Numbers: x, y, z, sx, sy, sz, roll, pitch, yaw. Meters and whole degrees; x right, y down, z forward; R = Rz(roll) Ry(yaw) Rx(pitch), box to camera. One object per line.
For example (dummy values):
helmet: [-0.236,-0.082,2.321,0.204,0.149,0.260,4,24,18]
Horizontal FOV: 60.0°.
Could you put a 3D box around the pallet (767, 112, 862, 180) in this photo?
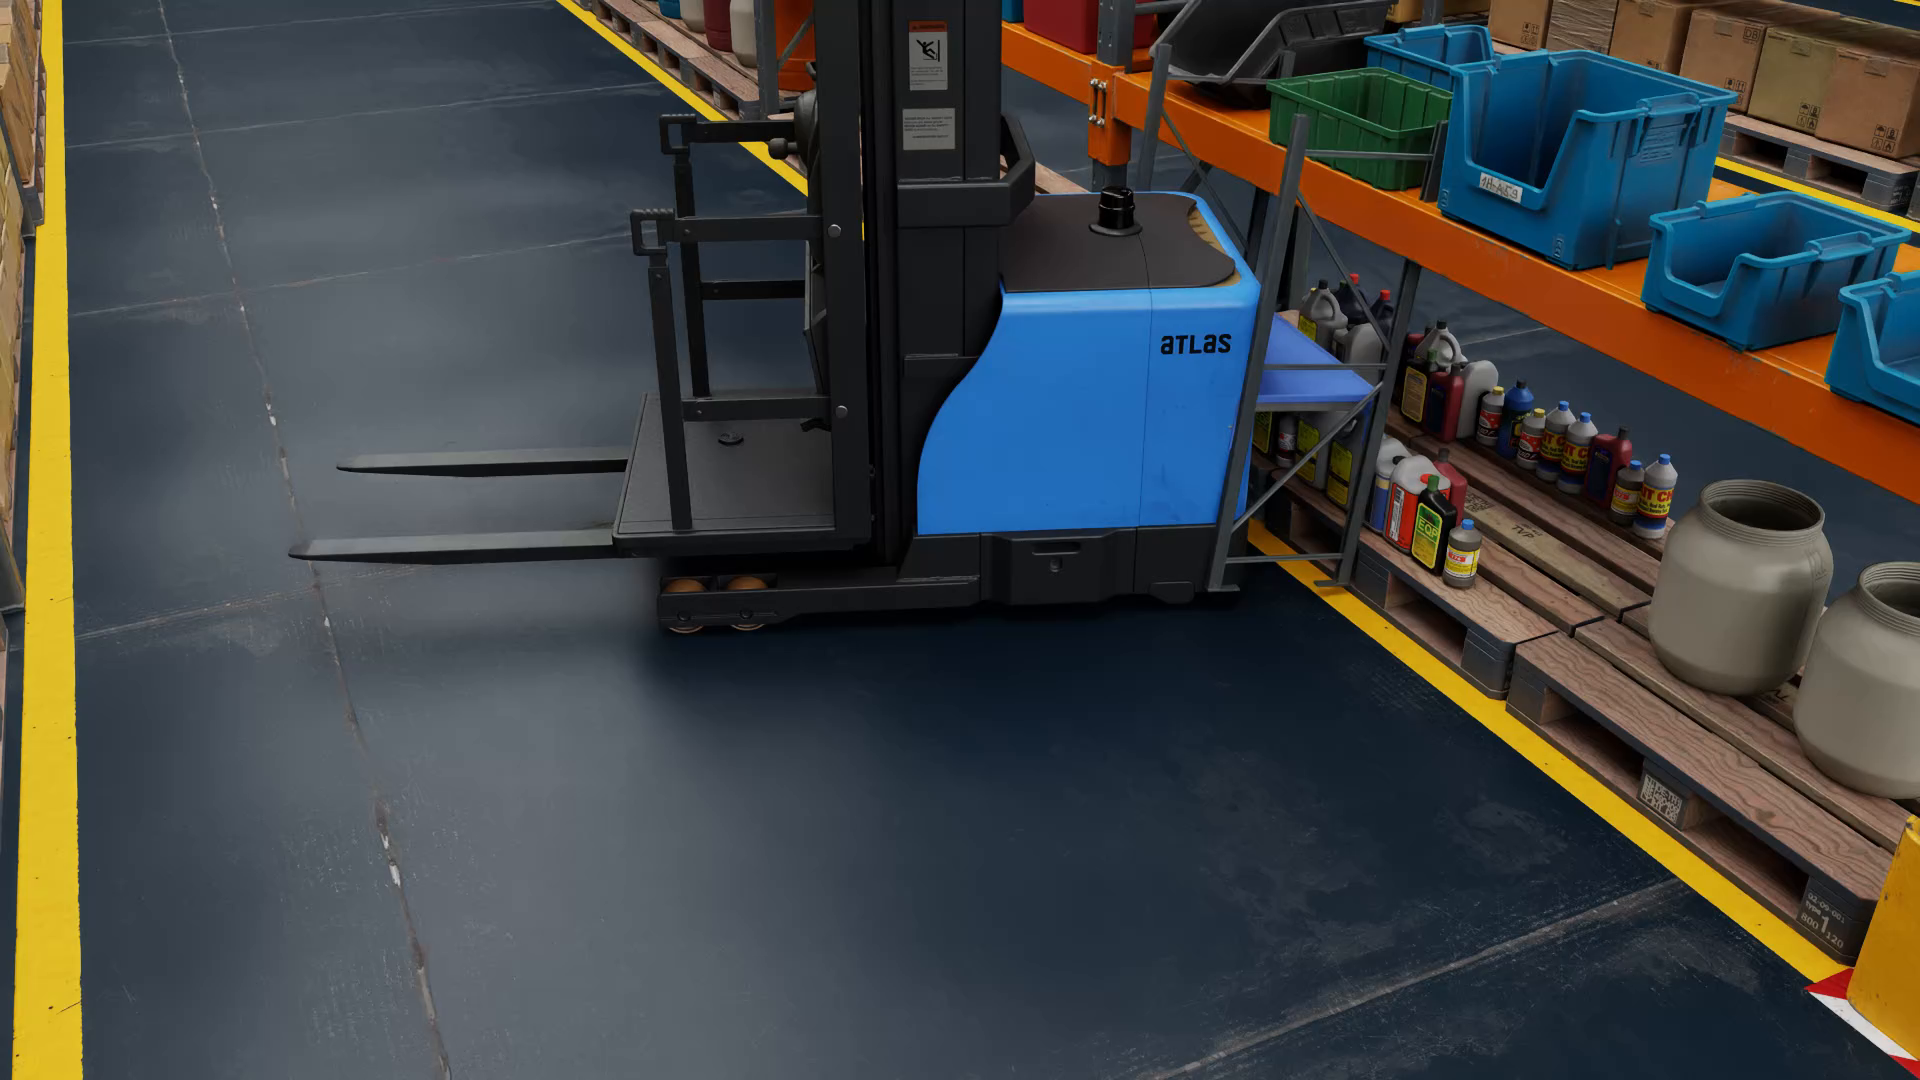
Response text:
pallet: [-0.429,-2.244,9.536,1.003,0.211,1.213,-13,32,-22]

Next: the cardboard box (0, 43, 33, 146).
cardboard box: [-5.369,-2.365,9.006,0.500,0.500,0.500,-14,32,-24]

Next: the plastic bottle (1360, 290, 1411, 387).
plastic bottle: [1.610,-0.771,6.317,0.144,0.351,0.185,-15,32,-24]

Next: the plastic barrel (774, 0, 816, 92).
plastic barrel: [-0.952,-3.259,10.285,0.600,0.830,0.708,-13,32,-22]

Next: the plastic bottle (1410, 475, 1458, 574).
plastic bottle: [1.457,-0.051,5.101,0.061,0.283,0.133,-12,32,-21]

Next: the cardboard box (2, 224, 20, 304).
cardboard box: [-4.318,-1.125,7.071,0.500,0.250,0.500,-12,32,-21]

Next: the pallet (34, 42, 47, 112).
pallet: [-6.535,-2.971,10.833,1.003,0.211,1.213,-13,32,-22]

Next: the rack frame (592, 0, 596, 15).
rack frame: [-2.443,-5.577,12.629,1.000,3.000,0.127,-13,32,-22]

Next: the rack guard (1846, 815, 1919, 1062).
rack guard: [2.633,0.790,3.830,1.175,0.500,0.348,-13,32,-22]

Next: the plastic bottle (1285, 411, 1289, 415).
plastic bottle: [1.141,-0.461,5.845,0.097,0.271,0.097,0,29,0]

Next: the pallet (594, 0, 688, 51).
pallet: [-2.150,-4.011,12.688,1.003,0.211,1.213,-13,32,-22]

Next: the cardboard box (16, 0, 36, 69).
cardboard box: [-6.243,-3.263,10.607,0.500,0.500,0.500,-13,32,-22]

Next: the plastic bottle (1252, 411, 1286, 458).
plastic bottle: [1.077,-0.442,5.798,0.061,0.283,0.133,-12,31,-20]

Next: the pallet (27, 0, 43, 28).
pallet: [-7.740,-4.166,12.963,1.003,0.211,1.213,-13,32,-22]

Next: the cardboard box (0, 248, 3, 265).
cardboard box: [-4.098,-1.147,6.537,0.500,0.311,0.500,-12,32,-21]

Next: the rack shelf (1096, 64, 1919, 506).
rack shelf: [1.850,-0.846,4.928,1.077,0.370,4.000,-13,32,-22]

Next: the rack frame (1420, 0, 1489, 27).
rack frame: [3.747,-4.850,11.333,1.000,3.000,0.127,-13,32,-22]

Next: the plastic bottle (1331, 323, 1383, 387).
plastic bottle: [1.487,-0.696,6.260,0.152,0.276,0.135,-13,32,-22]

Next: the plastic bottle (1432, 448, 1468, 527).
plastic bottle: [1.536,-0.142,5.265,0.061,0.283,0.133,-13,32,-22]

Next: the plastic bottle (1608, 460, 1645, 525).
plastic bottle: [2.167,-0.160,5.380,0.097,0.201,0.097,0,29,0]

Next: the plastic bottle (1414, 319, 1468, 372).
plastic bottle: [1.749,-0.629,6.063,0.144,0.351,0.185,-13,32,-22]

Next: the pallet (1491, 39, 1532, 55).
pallet: [4.081,-3.289,11.399,1.003,0.211,1.213,-13,32,-22]

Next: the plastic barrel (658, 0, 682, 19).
plastic barrel: [-1.921,-4.289,12.047,0.600,0.901,0.708,-13,32,-22]

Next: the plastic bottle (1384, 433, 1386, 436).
plastic bottle: [1.396,-0.262,5.562,0.097,0.201,0.097,0,29,0]

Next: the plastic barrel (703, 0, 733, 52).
plastic barrel: [-1.436,-3.653,11.234,0.600,0.588,0.708,-13,32,-22]

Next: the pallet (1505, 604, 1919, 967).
pallet: [2.289,0.556,4.542,1.003,0.211,1.213,-13,32,-22]

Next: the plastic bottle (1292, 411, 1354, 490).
plastic bottle: [1.226,-0.365,5.593,0.144,0.351,0.185,-13,32,-22]

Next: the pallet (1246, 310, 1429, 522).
pallet: [1.242,-0.522,6.465,1.003,0.211,1.213,-13,32,-22]

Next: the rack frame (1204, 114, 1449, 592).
rack frame: [1.096,-0.520,5.021,0.500,1.500,0.032,-2,27,-17]

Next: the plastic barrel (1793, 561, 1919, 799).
plastic barrel: [2.357,0.351,4.172,0.421,0.512,0.421,0,29,0]

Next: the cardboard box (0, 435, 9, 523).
cardboard box: [-3.434,-0.219,5.456,0.500,0.250,0.500,-14,32,-23]

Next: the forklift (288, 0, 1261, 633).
forklift: [-0.622,-1.255,4.991,3.031,2.935,1.130,-2,29,-4]

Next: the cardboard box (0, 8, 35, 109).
cardboard box: [-5.808,-2.817,9.812,0.500,0.500,0.500,-14,32,-24]

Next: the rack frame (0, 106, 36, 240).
rack frame: [-5.201,-2.772,7.626,1.000,3.000,0.127,-13,32,-22]

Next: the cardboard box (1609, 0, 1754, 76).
cardboard box: [4.552,-3.169,10.440,0.700,0.500,0.500,-10,31,-18]

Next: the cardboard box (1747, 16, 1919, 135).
cardboard box: [5.032,-2.675,9.560,0.700,0.500,0.500,-13,32,-22]

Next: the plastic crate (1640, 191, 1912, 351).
plastic crate: [1.949,-0.658,4.008,0.499,0.251,0.408,-13,32,-22]

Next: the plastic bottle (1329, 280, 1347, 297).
plastic bottle: [1.495,-0.907,6.629,0.061,0.283,0.133,-11,31,-20]

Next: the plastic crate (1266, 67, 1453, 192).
plastic crate: [1.319,-1.292,5.204,0.450,0.188,0.662,-13,32,-22]

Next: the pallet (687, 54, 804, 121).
pallet: [-1.102,-2.934,10.766,1.003,0.211,1.213,-13,32,-22]

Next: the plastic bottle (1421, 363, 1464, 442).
plastic bottle: [1.719,-0.504,5.909,0.061,0.283,0.133,-13,32,-22]

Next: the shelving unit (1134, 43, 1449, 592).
shelving unit: [0.956,-0.747,5.454,0.538,1.500,1.048,-2,27,-17]

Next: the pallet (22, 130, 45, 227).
pallet: [-5.488,-1.893,8.911,1.003,0.211,1.213,-13,32,-22]

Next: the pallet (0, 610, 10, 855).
pallet: [-3.181,0.571,4.515,1.003,0.211,1.213,-13,32,-22]

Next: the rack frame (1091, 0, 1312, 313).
rack frame: [0.991,-2.043,6.327,1.000,3.000,0.127,-13,32,-22]

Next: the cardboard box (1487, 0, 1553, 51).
cardboard box: [4.053,-3.660,11.316,0.700,0.500,0.500,-15,33,-25]

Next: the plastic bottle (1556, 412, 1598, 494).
plastic bottle: [2.064,-0.296,5.551,0.097,0.271,0.097,0,29,0]

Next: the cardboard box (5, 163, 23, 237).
cardboard box: [-4.755,-1.575,7.873,0.500,0.250,0.500,-12,32,-21]

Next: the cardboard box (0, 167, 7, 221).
cardboard box: [-4.525,-1.593,7.332,0.500,0.311,0.500,-14,32,-23]

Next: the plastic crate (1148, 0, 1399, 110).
plastic crate: [1.101,-1.758,5.882,0.767,0.338,0.504,-13,32,-22]

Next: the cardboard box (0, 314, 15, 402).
cardboard box: [-3.877,-0.673,6.266,0.500,0.250,0.500,-14,32,-23]

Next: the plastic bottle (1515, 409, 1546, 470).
plastic bottle: [1.979,-0.353,5.725,0.097,0.201,0.097,0,29,0]

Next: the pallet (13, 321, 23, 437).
pallet: [-4.363,-0.646,6.686,1.003,0.211,1.213,-13,32,-22]

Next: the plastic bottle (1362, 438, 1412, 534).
plastic bottle: [1.381,-0.178,5.335,0.152,0.276,0.135,-14,32,-23]

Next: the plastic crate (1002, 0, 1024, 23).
plastic crate: [0.236,-2.458,7.084,0.392,0.384,0.575,-13,32,-22]

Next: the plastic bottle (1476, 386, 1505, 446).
plastic bottle: [1.890,-0.444,5.887,0.097,0.201,0.097,0,29,0]
